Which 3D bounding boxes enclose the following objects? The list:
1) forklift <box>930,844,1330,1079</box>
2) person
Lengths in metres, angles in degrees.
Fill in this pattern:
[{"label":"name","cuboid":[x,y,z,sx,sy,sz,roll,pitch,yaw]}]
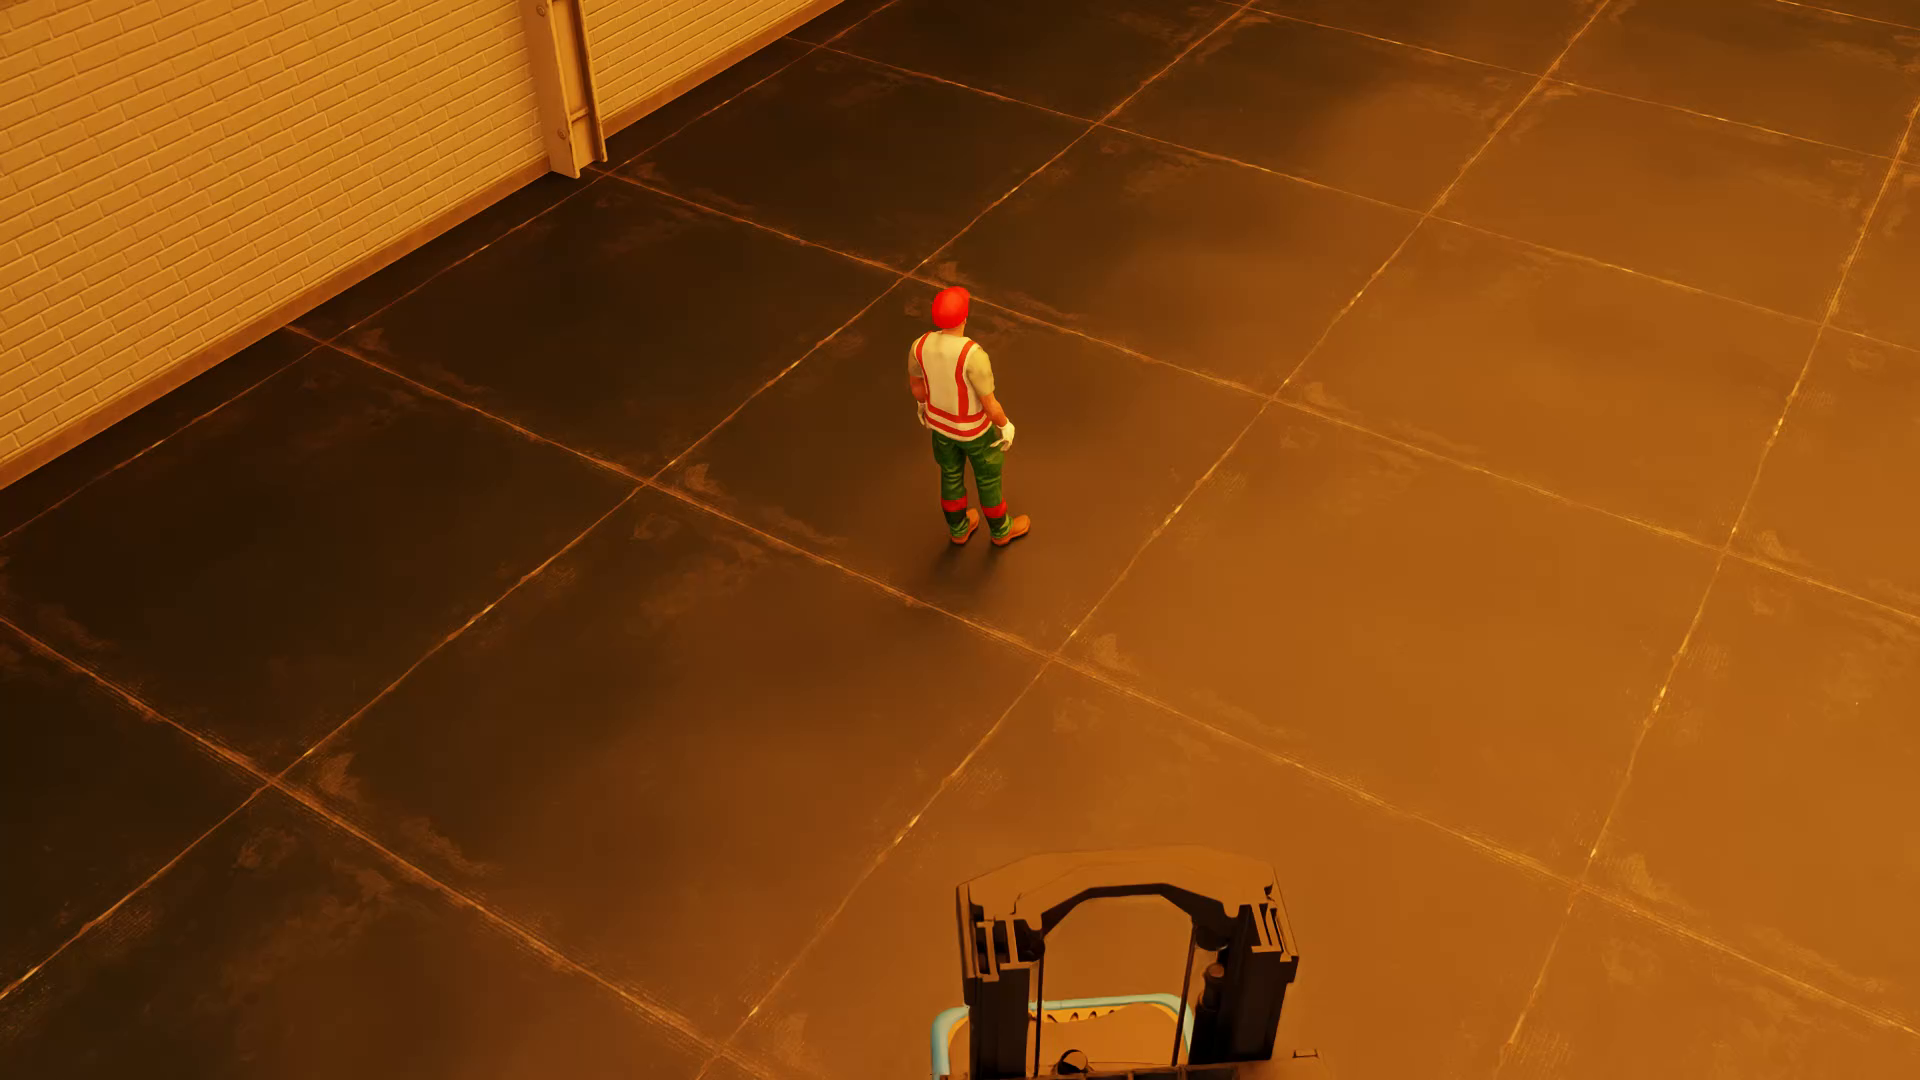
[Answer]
[{"label":"forklift","cuboid":[0.506,2.442,5.085,1.130,2.935,3.031,-3,40,-3]},{"label":"person","cuboid":[0.053,-0.728,9.697,0.637,1.787,0.564,22,45,24]}]
